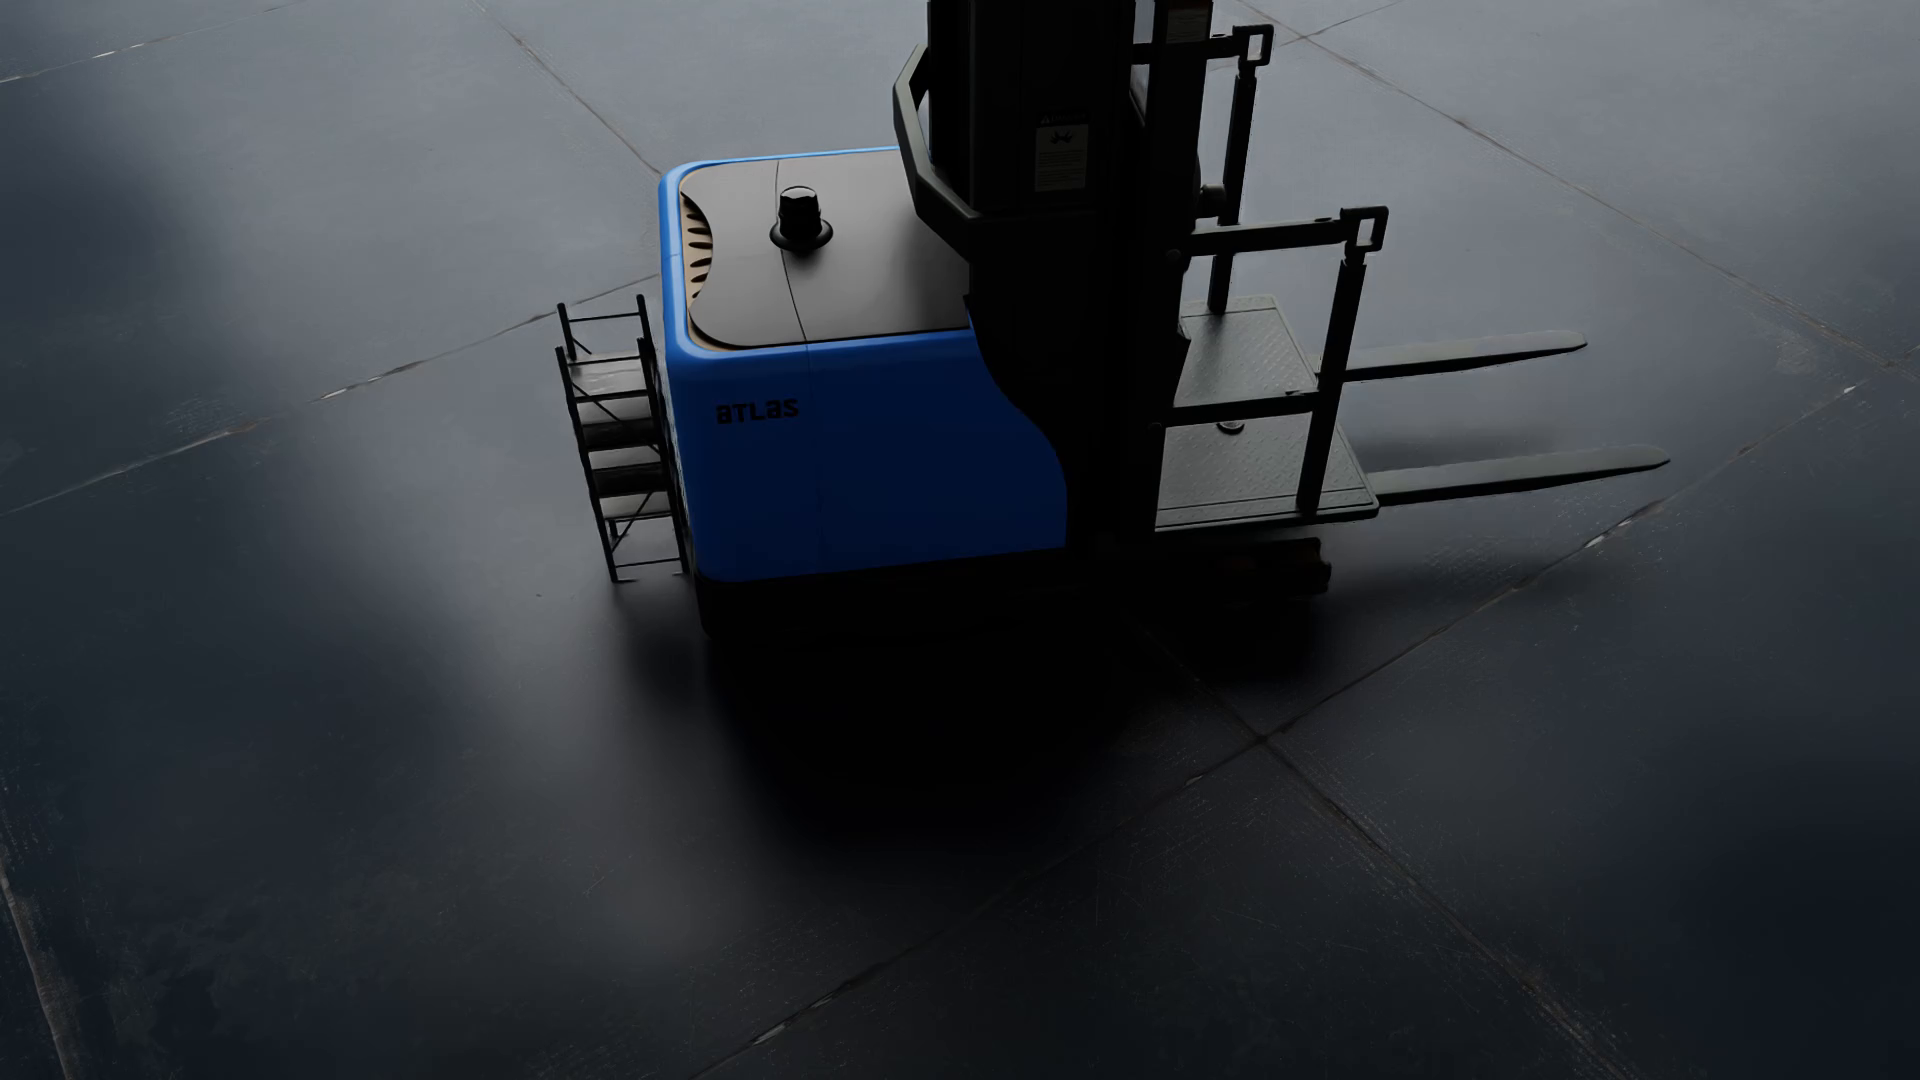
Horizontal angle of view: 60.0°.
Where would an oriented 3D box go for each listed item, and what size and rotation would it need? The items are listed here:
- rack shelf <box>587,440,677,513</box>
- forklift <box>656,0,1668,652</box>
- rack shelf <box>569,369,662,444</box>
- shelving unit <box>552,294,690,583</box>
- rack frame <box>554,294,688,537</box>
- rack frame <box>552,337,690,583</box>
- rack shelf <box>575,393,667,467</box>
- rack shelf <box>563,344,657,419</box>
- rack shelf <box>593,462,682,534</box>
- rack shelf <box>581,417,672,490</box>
[{"bbox_3d":[-0.979,-0.191,4.970,0.258,0.077,0.200,-7,44,-5],"label":"rack shelf"},{"bbox_3d":[0.670,-1.216,4.401,3.031,2.935,1.130,-7,44,-7],"label":"forklift"},{"bbox_3d":[-0.988,-0.385,4.783,0.258,0.077,0.200,-7,44,-5],"label":"rack shelf"},{"bbox_3d":[-0.983,-0.280,4.884,0.258,0.900,0.210,-7,44,-5],"label":"shelving unit"},{"bbox_3d":[-0.998,-0.349,4.957,0.240,0.900,0.006,-7,44,-5],"label":"rack frame"},{"bbox_3d":[-0.968,-0.210,4.812,0.240,0.900,0.006,-7,44,-5],"label":"rack frame"},{"bbox_3d":[-0.985,-0.321,4.845,0.258,0.077,0.200,-7,44,-5],"label":"rack shelf"},{"bbox_3d":[-0.991,-0.450,4.720,0.258,0.077,0.200,-7,44,-5],"label":"rack shelf"},{"bbox_3d":[-0.976,-0.126,5.032,0.258,0.077,0.200,-7,44,-5],"label":"rack shelf"},{"bbox_3d":[-0.982,-0.256,4.908,0.258,0.077,0.200,-7,44,-5],"label":"rack shelf"}]
